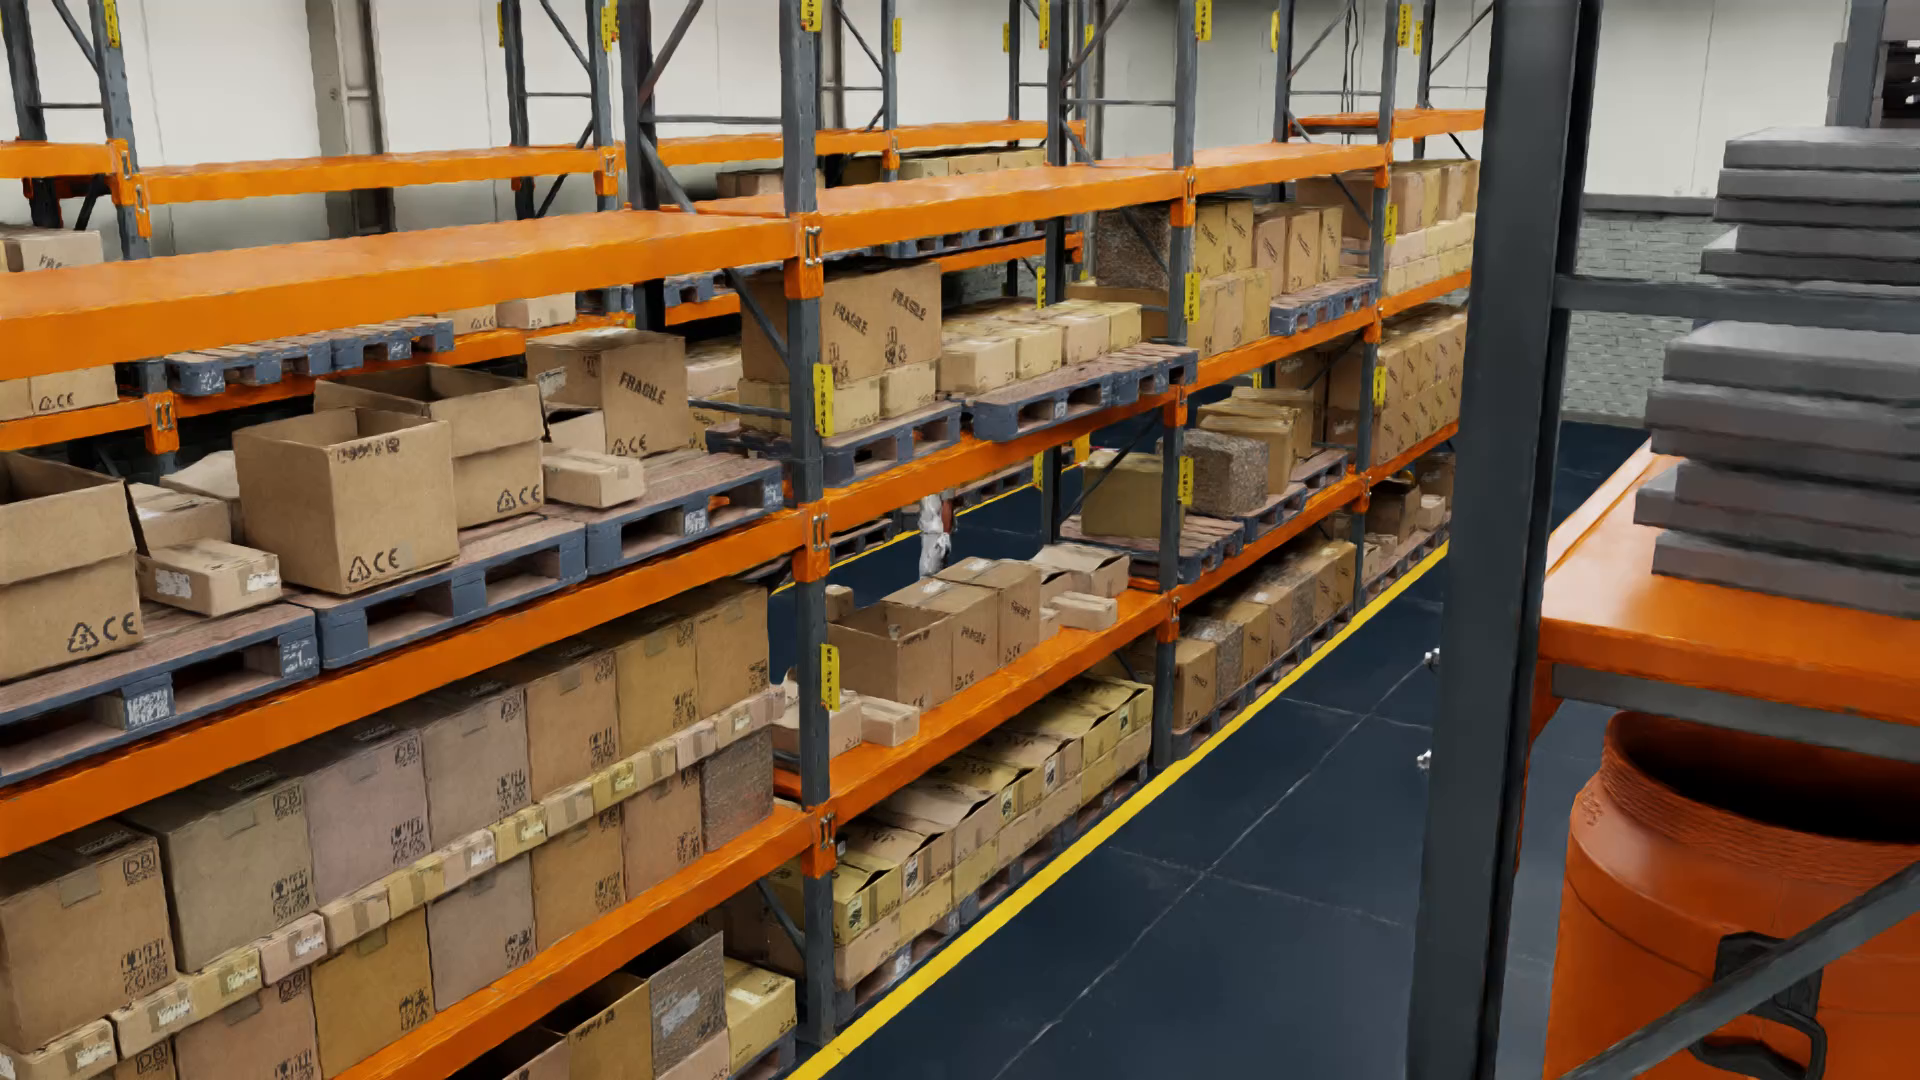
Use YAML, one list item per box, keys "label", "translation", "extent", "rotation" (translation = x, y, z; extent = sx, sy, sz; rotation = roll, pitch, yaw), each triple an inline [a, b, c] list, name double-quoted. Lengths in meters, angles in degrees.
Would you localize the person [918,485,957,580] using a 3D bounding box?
- label: "person"
  translation: [-0.328, -0.055, 14.149]
  extent: [0.608, 1.789, 0.581]
  rotation: [-4, 16, -13]
